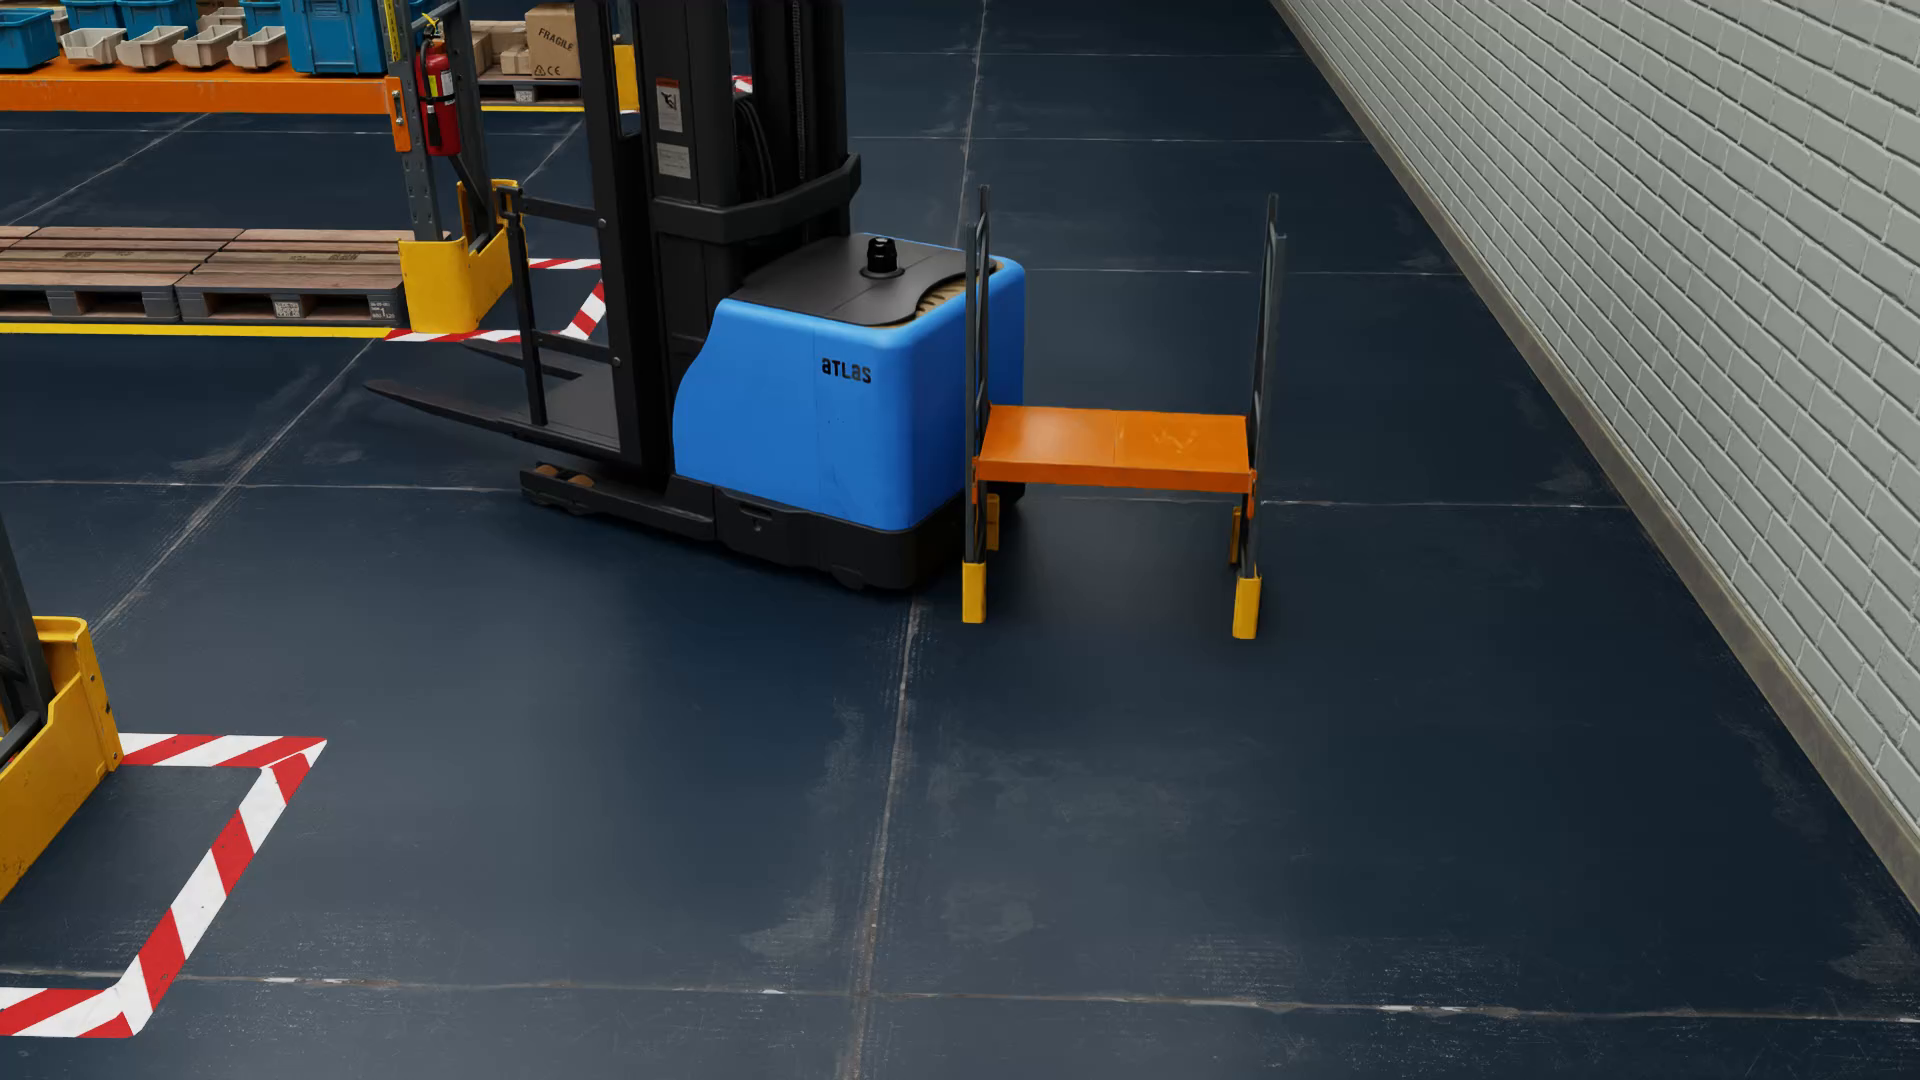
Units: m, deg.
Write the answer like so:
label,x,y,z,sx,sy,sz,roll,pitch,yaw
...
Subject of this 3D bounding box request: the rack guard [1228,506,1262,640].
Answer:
label,x,y,z,sx,sy,sz,roll,pitch,yaw
rack guard,1.071,0.116,6.264,0.087,0.250,0.587,3,28,6

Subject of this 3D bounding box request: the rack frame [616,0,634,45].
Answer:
label,x,y,z,sx,sy,sz,roll,pitch,yaw
rack frame,-2.581,-5.006,12.990,0.127,3.000,1.000,1,28,2

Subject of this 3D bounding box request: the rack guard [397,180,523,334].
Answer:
label,x,y,z,sx,sy,sz,roll,pitch,yaw
rack guard,-2.735,-1.588,9.212,0.348,0.500,1.175,1,28,2

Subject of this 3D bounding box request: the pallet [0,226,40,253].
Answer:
label,x,y,z,sx,sy,sz,roll,pitch,yaw
pallet,-6.021,-1.527,9.405,1.213,0.211,1.003,1,28,2

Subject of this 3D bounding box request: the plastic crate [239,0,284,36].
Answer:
label,x,y,z,sx,sy,sz,roll,pitch,yaw
plastic crate,-3.652,-2.809,8.960,0.300,0.233,0.416,1,28,2

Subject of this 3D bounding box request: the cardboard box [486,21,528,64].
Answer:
label,x,y,z,sx,sy,sz,roll,pitch,yaw
cardboard box,-3.614,-4.135,13.814,0.500,0.250,0.500,1,28,2

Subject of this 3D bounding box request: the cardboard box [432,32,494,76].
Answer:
label,x,y,z,sx,sy,sz,roll,pitch,yaw
cardboard box,-4.081,-3.908,13.386,0.500,0.250,0.500,1,28,2

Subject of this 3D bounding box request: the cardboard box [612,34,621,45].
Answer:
label,x,y,z,sx,sy,sz,roll,pitch,yaw
cardboard box,-2.987,-4.108,13.871,0.250,0.149,0.380,1,28,2

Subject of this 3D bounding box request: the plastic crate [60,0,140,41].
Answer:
label,x,y,z,sx,sy,sz,roll,pitch,yaw
plastic crate,-4.610,-2.824,8.990,0.300,0.233,0.416,1,28,2

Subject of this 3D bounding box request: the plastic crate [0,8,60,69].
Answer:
label,x,y,z,sx,sy,sz,roll,pitch,yaw
plastic crate,-4.821,-2.553,8.479,0.300,0.233,0.416,1,28,2

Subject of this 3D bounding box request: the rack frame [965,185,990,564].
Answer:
label,x,y,z,sx,sy,sz,roll,pitch,yaw
rack frame,0.063,-0.490,6.073,0.032,1.500,0.500,3,28,6

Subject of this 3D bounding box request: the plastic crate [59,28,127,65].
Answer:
label,x,y,z,sx,sy,sz,roll,pitch,yaw
plastic crate,-4.446,-2.527,8.531,0.250,0.136,0.298,1,28,2

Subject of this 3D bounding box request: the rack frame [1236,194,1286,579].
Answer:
label,x,y,z,sx,sy,sz,roll,pitch,yaw
rack frame,1.073,-0.436,5.971,0.032,1.500,0.500,3,28,6

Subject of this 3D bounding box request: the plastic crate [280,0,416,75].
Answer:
label,x,y,z,sx,sy,sz,roll,pitch,yaw
plastic crate,-3.101,-2.647,8.439,0.499,0.435,0.616,1,28,2

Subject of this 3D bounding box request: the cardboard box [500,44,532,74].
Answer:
label,x,y,z,sx,sy,sz,roll,pitch,yaw
cardboard box,-3.534,-3.891,13.442,0.250,0.166,0.380,1,28,2

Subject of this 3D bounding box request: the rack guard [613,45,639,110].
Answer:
label,x,y,z,sx,sy,sz,roll,pitch,yaw
rack guard,-2.657,-3.902,13.578,0.348,0.500,1.175,1,28,2

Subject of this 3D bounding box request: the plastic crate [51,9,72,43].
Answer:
label,x,y,z,sx,sy,sz,roll,pitch,yaw
plastic crate,-5.006,-2.775,9.000,0.466,0.136,0.293,1,28,2

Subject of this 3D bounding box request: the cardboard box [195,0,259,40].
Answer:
label,x,y,z,sx,sy,sz,roll,pitch,yaw
cardboard box,-5.999,-4.285,13.830,0.500,0.500,0.500,1,28,2

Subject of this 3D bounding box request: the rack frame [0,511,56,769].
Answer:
label,x,y,z,sx,sy,sz,roll,pitch,yaw
rack frame,-2.934,-0.369,4.243,0.127,3.000,1.000,1,28,2

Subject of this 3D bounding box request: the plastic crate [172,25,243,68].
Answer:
label,x,y,z,sx,sy,sz,roll,pitch,yaw
plastic crate,-3.870,-2.537,8.551,0.243,0.136,0.396,1,28,2

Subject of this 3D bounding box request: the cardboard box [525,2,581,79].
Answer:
label,x,y,z,sx,sy,sz,roll,pitch,yaw
cardboard box,-3.133,-3.989,13.272,0.500,0.500,0.500,1,28,2

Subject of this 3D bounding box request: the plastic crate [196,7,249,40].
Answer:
label,x,y,z,sx,sy,sz,roll,pitch,yaw
plastic crate,-3.990,-2.810,9.067,0.298,0.136,0.250,1,28,2

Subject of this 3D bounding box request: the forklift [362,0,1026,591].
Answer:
label,x,y,z,sx,sy,sz,roll,pitch,yaw
forklift,-1.263,-1.594,6.628,3.031,2.935,1.130,15,31,26

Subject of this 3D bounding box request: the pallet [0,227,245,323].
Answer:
label,x,y,z,sx,sy,sz,roll,pitch,yaw
pallet,-4.798,-1.508,9.370,1.213,0.211,1.003,1,28,2

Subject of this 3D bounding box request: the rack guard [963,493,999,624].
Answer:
label,x,y,z,sx,sy,sz,roll,pitch,yaw
rack guard,0.082,0.063,6.364,0.087,0.250,0.587,3,28,6

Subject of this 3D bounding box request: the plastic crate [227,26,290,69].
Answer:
label,x,y,z,sx,sy,sz,roll,pitch,yaw
plastic crate,-3.581,-2.526,8.529,0.243,0.136,0.396,1,28,2

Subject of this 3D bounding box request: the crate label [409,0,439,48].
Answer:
label,x,y,z,sx,sy,sz,roll,pitch,yaw
crate label,-2.994,-2.798,8.940,0.303,0.233,0.416,1,28,2

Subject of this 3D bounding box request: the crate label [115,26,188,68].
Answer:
label,x,y,z,sx,sy,sz,roll,pitch,yaw
crate label,-4.149,-2.530,8.538,0.243,0.136,0.396,1,28,2

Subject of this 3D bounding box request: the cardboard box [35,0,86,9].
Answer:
label,x,y,z,sx,sy,sz,roll,pitch,yaw
cardboard box,-7.082,-4.036,13.359,0.500,0.500,0.500,1,28,2

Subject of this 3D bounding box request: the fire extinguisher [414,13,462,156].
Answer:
label,x,y,z,sx,sy,sz,roll,pitch,yaw
fire extinguisher,-2.625,-2.273,8.316,0.183,0.674,0.296,1,28,2

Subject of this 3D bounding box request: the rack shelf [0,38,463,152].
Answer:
label,x,y,z,sx,sy,sz,roll,pitch,yaw
rack shelf,-4.758,-2.402,8.847,4.000,0.370,1.077,1,28,2

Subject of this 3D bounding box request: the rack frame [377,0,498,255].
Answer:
label,x,y,z,sx,sy,sz,roll,pitch,yaw
rack frame,-2.759,-2.687,8.616,0.127,3.000,1.000,1,28,2

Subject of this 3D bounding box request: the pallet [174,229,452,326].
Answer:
label,x,y,z,sx,sy,sz,roll,pitch,yaw
pallet,-3.582,-1.487,9.329,1.213,0.211,1.003,1,28,2

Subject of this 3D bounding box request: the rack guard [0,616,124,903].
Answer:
label,x,y,z,sx,sy,sz,roll,pitch,yaw
rack guard,-2.910,0.736,4.828,0.348,0.500,1.175,1,28,2

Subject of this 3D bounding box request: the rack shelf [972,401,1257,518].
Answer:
label,x,y,z,sx,sy,sz,roll,pitch,yaw
rack shelf,0.568,-0.304,6.106,1.000,0.185,0.538,3,28,6

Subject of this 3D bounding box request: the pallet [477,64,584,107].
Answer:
label,x,y,z,sx,sy,sz,roll,pitch,yaw
pallet,-3.454,-3.787,13.669,1.213,0.211,1.003,1,28,2

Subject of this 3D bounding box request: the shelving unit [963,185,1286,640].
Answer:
label,x,y,z,sx,sy,sz,roll,pitch,yaw
shelving unit,0.577,-0.463,6.021,1.083,1.500,0.587,3,28,6

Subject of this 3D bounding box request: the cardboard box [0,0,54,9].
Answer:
label,x,y,z,sx,sy,sz,roll,pitch,yaw
cardboard box,-7.575,-4.048,13.382,0.500,0.500,0.500,1,28,2

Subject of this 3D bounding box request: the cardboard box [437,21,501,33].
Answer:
label,x,y,z,sx,sy,sz,roll,pitch,yaw
cardboard box,-4.114,-4.143,13.829,0.500,0.250,0.500,1,28,2

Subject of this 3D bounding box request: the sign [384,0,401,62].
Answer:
label,x,y,z,sx,sy,sz,roll,pitch,yaw
sign,-2.763,-2.501,8.092,0.005,0.325,0.100,1,28,2

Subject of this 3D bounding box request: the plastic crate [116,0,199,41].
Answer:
label,x,y,z,sx,sy,sz,roll,pitch,yaw
plastic crate,-4.310,-2.820,8.981,0.300,0.233,0.416,1,28,2
